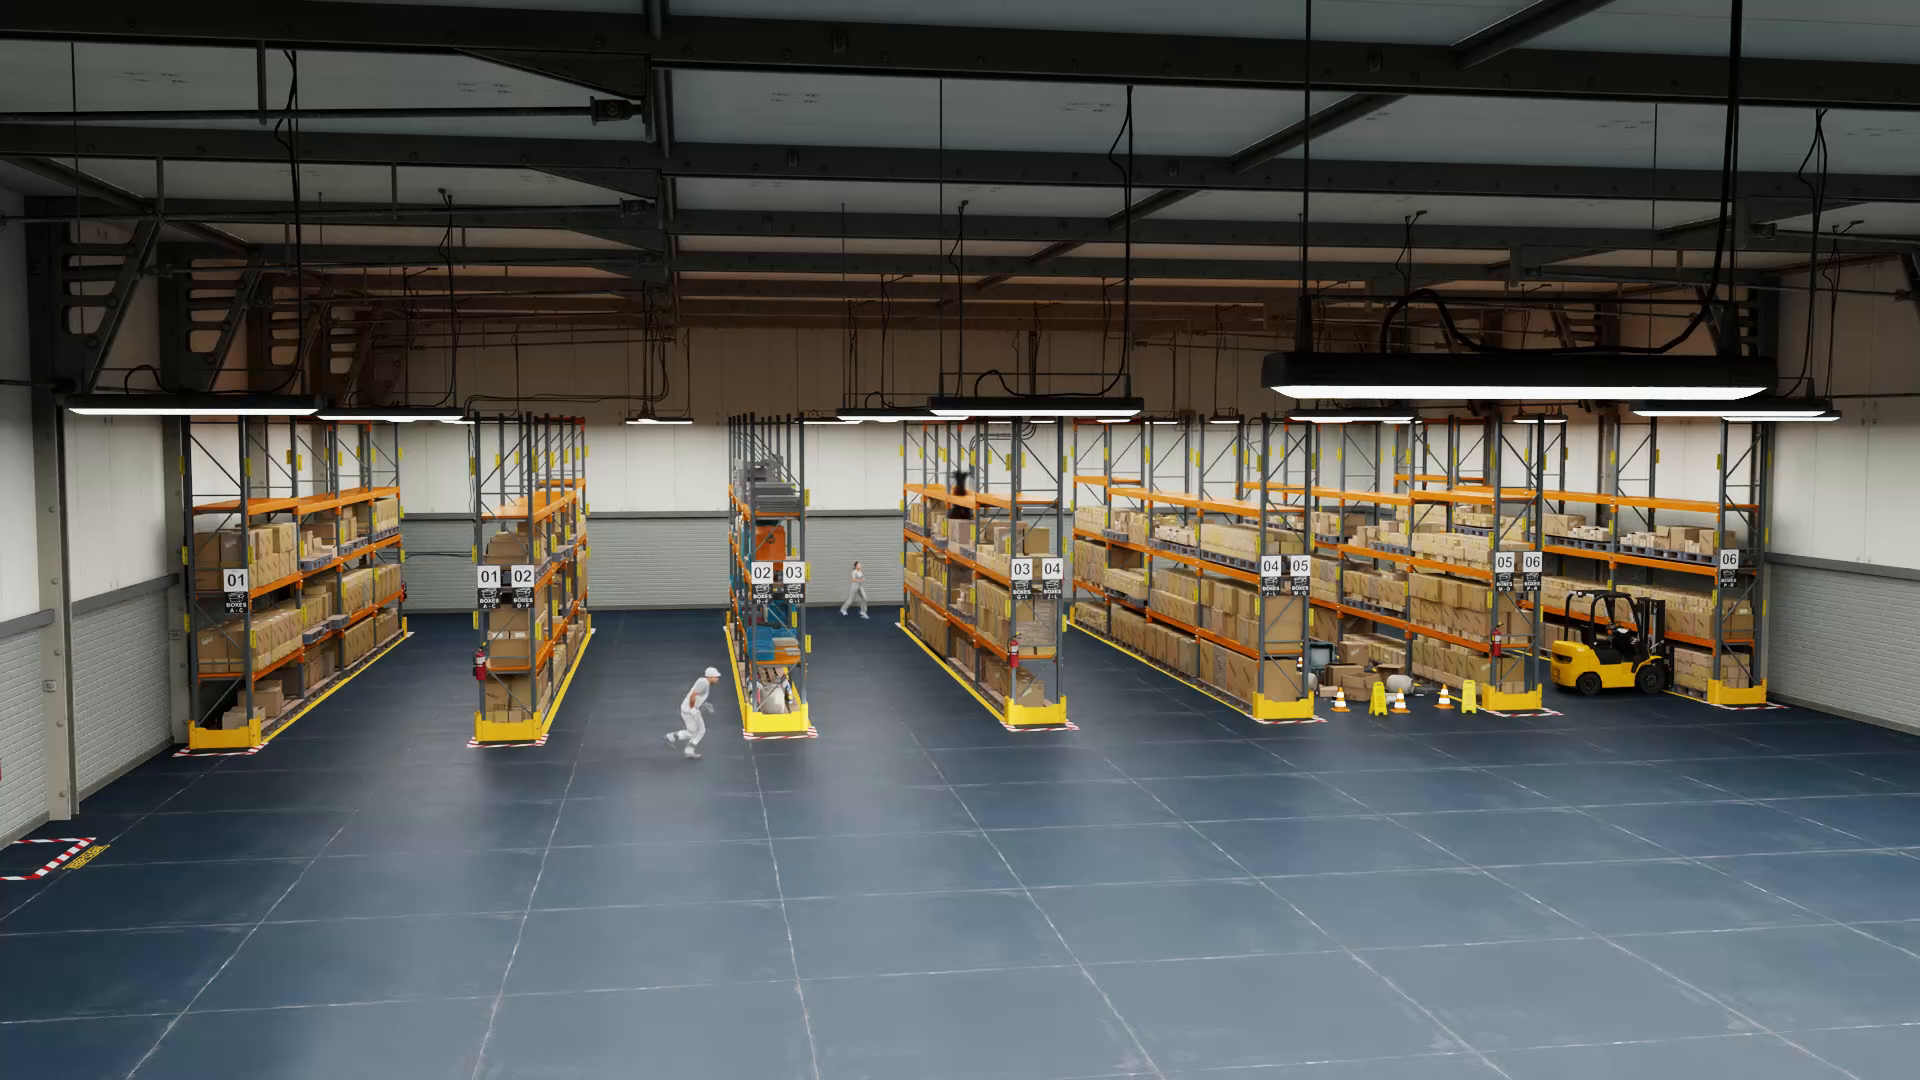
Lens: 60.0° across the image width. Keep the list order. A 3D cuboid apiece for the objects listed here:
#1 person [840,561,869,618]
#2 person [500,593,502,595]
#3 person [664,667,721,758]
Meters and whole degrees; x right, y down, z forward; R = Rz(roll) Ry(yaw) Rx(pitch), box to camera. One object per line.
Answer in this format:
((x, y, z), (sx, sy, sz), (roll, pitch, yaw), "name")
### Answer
((-3.160, 1.488, 50.058), (0.906, 1.709, 0.581), (2, 4, 28), "person")
((-12.254, 1.873, 44.644), (0.699, 1.622, 0.878), (-2, 4, -28), "person")
((-4.623, 2.990, 28.730), (1.005, 1.578, 0.674), (0, 4, 0), "person")
